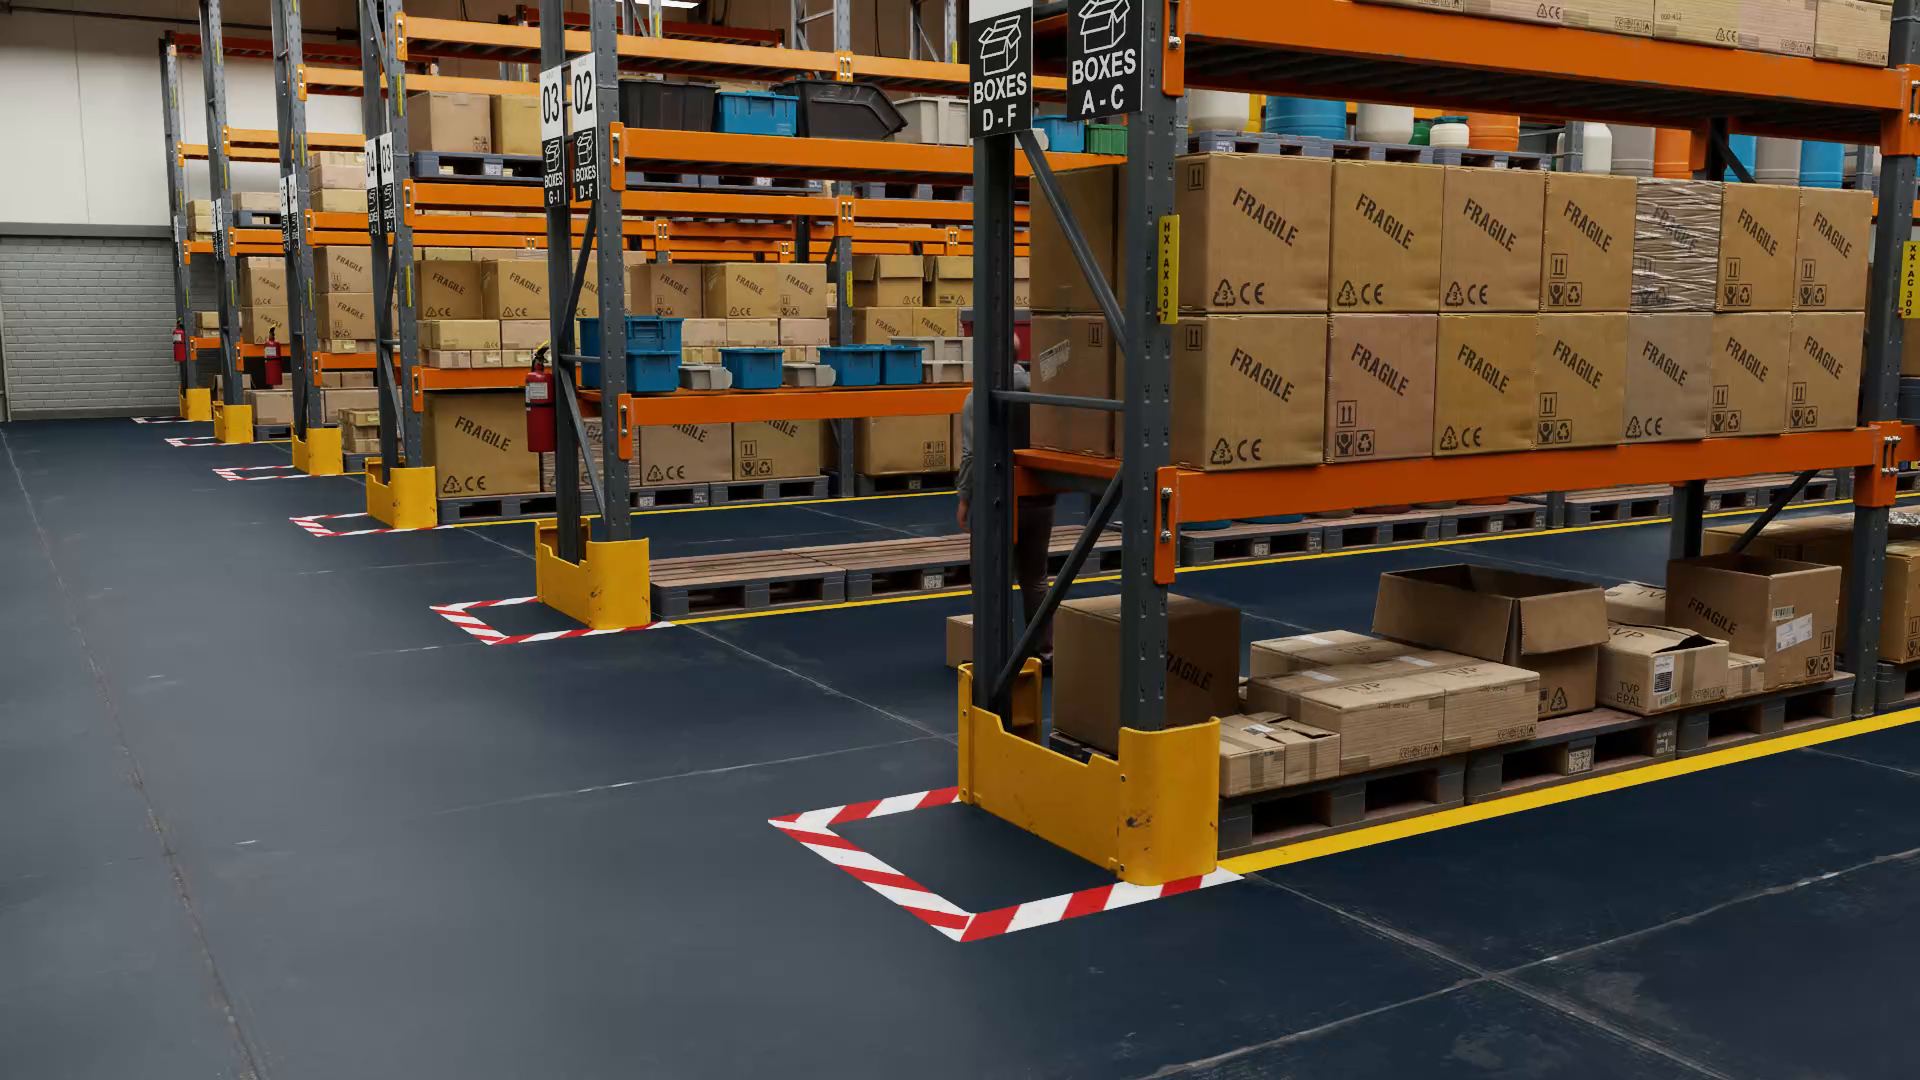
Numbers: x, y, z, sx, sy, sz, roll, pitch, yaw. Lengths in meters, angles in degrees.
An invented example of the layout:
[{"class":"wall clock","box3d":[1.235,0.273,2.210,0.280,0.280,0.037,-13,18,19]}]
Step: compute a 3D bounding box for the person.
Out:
[{"class":"person","box3d":[0.244,-0.175,8.138,0.580,1.721,0.460,-5,9,-31]}]
